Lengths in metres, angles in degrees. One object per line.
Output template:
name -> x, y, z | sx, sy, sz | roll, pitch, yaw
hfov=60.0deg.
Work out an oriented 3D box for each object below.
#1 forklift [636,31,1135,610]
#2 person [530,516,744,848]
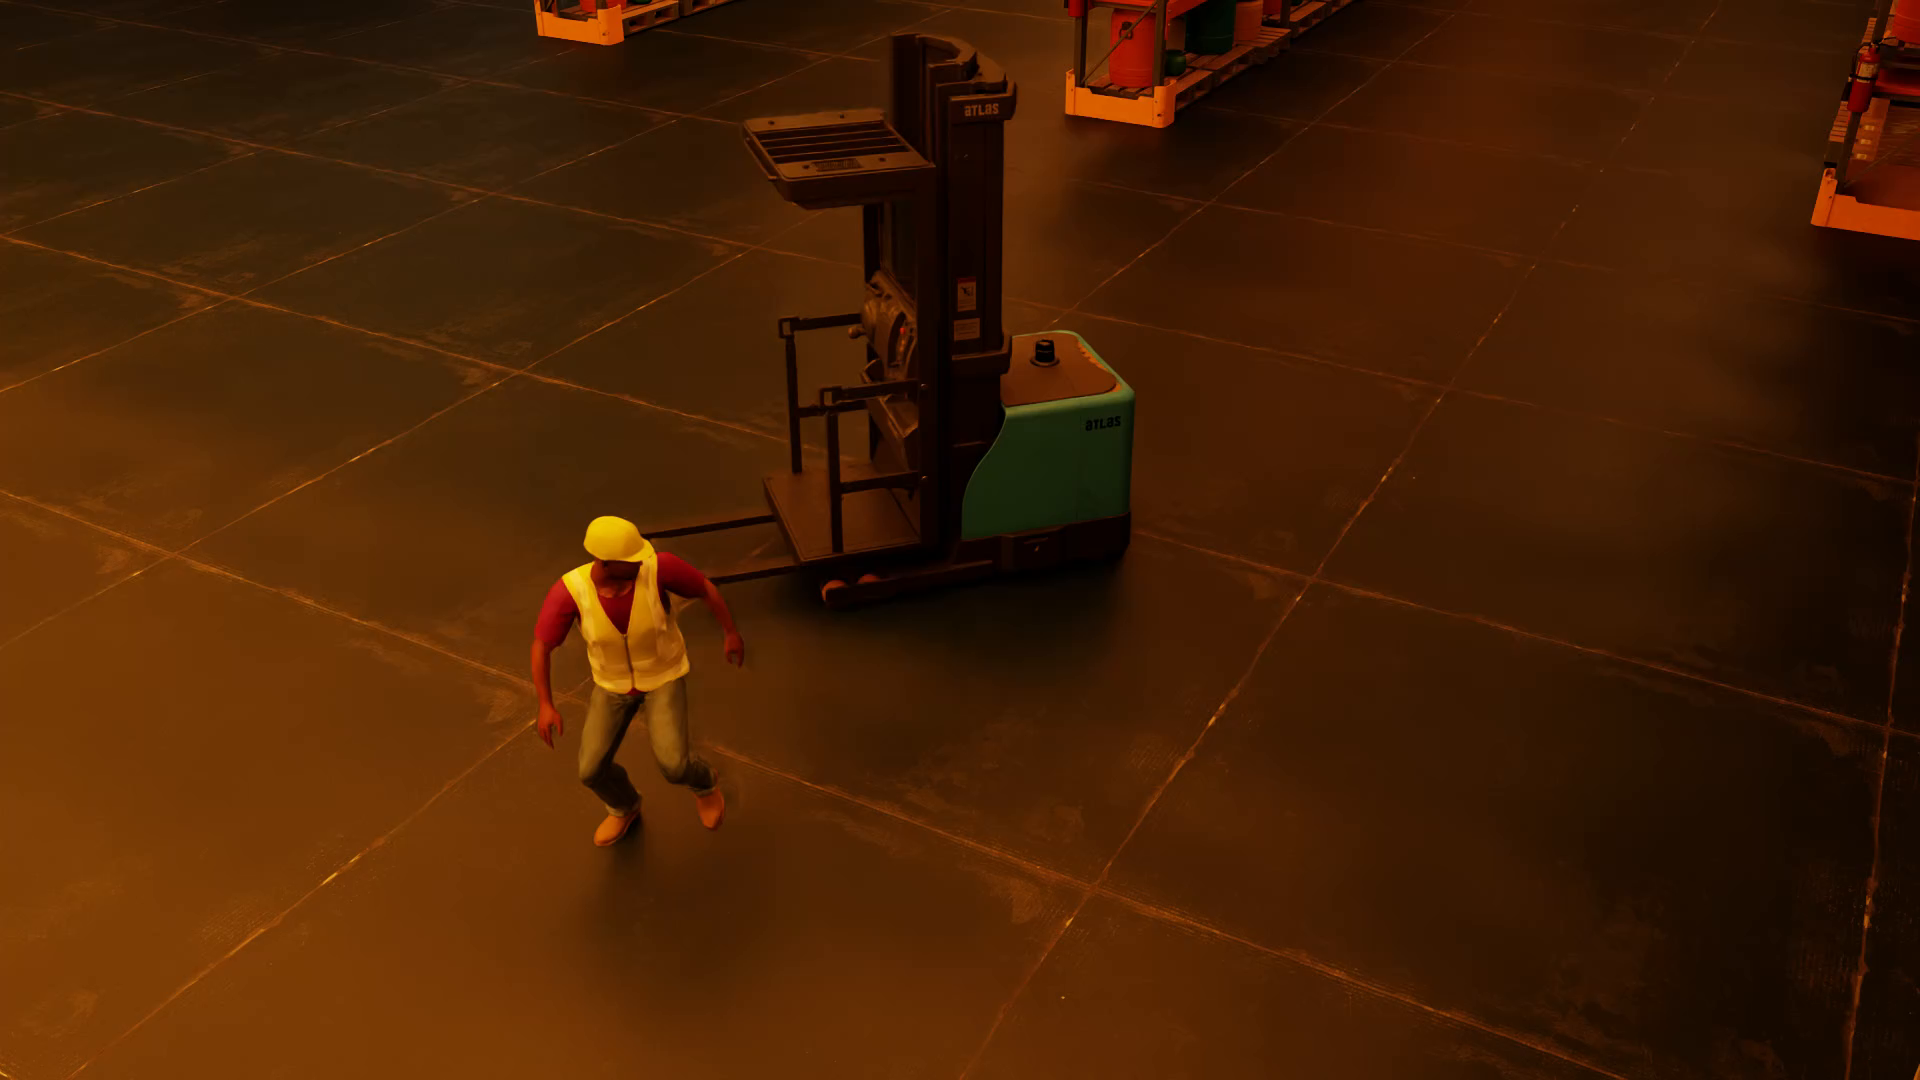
forklift -> -0.577, -1.173, 9.103 | 3.031, 2.935, 1.130 | -9, 31, -15
person -> -1.406, 0.621, 7.281 | 0.859, 1.664, 0.621 | 1, 30, 1
